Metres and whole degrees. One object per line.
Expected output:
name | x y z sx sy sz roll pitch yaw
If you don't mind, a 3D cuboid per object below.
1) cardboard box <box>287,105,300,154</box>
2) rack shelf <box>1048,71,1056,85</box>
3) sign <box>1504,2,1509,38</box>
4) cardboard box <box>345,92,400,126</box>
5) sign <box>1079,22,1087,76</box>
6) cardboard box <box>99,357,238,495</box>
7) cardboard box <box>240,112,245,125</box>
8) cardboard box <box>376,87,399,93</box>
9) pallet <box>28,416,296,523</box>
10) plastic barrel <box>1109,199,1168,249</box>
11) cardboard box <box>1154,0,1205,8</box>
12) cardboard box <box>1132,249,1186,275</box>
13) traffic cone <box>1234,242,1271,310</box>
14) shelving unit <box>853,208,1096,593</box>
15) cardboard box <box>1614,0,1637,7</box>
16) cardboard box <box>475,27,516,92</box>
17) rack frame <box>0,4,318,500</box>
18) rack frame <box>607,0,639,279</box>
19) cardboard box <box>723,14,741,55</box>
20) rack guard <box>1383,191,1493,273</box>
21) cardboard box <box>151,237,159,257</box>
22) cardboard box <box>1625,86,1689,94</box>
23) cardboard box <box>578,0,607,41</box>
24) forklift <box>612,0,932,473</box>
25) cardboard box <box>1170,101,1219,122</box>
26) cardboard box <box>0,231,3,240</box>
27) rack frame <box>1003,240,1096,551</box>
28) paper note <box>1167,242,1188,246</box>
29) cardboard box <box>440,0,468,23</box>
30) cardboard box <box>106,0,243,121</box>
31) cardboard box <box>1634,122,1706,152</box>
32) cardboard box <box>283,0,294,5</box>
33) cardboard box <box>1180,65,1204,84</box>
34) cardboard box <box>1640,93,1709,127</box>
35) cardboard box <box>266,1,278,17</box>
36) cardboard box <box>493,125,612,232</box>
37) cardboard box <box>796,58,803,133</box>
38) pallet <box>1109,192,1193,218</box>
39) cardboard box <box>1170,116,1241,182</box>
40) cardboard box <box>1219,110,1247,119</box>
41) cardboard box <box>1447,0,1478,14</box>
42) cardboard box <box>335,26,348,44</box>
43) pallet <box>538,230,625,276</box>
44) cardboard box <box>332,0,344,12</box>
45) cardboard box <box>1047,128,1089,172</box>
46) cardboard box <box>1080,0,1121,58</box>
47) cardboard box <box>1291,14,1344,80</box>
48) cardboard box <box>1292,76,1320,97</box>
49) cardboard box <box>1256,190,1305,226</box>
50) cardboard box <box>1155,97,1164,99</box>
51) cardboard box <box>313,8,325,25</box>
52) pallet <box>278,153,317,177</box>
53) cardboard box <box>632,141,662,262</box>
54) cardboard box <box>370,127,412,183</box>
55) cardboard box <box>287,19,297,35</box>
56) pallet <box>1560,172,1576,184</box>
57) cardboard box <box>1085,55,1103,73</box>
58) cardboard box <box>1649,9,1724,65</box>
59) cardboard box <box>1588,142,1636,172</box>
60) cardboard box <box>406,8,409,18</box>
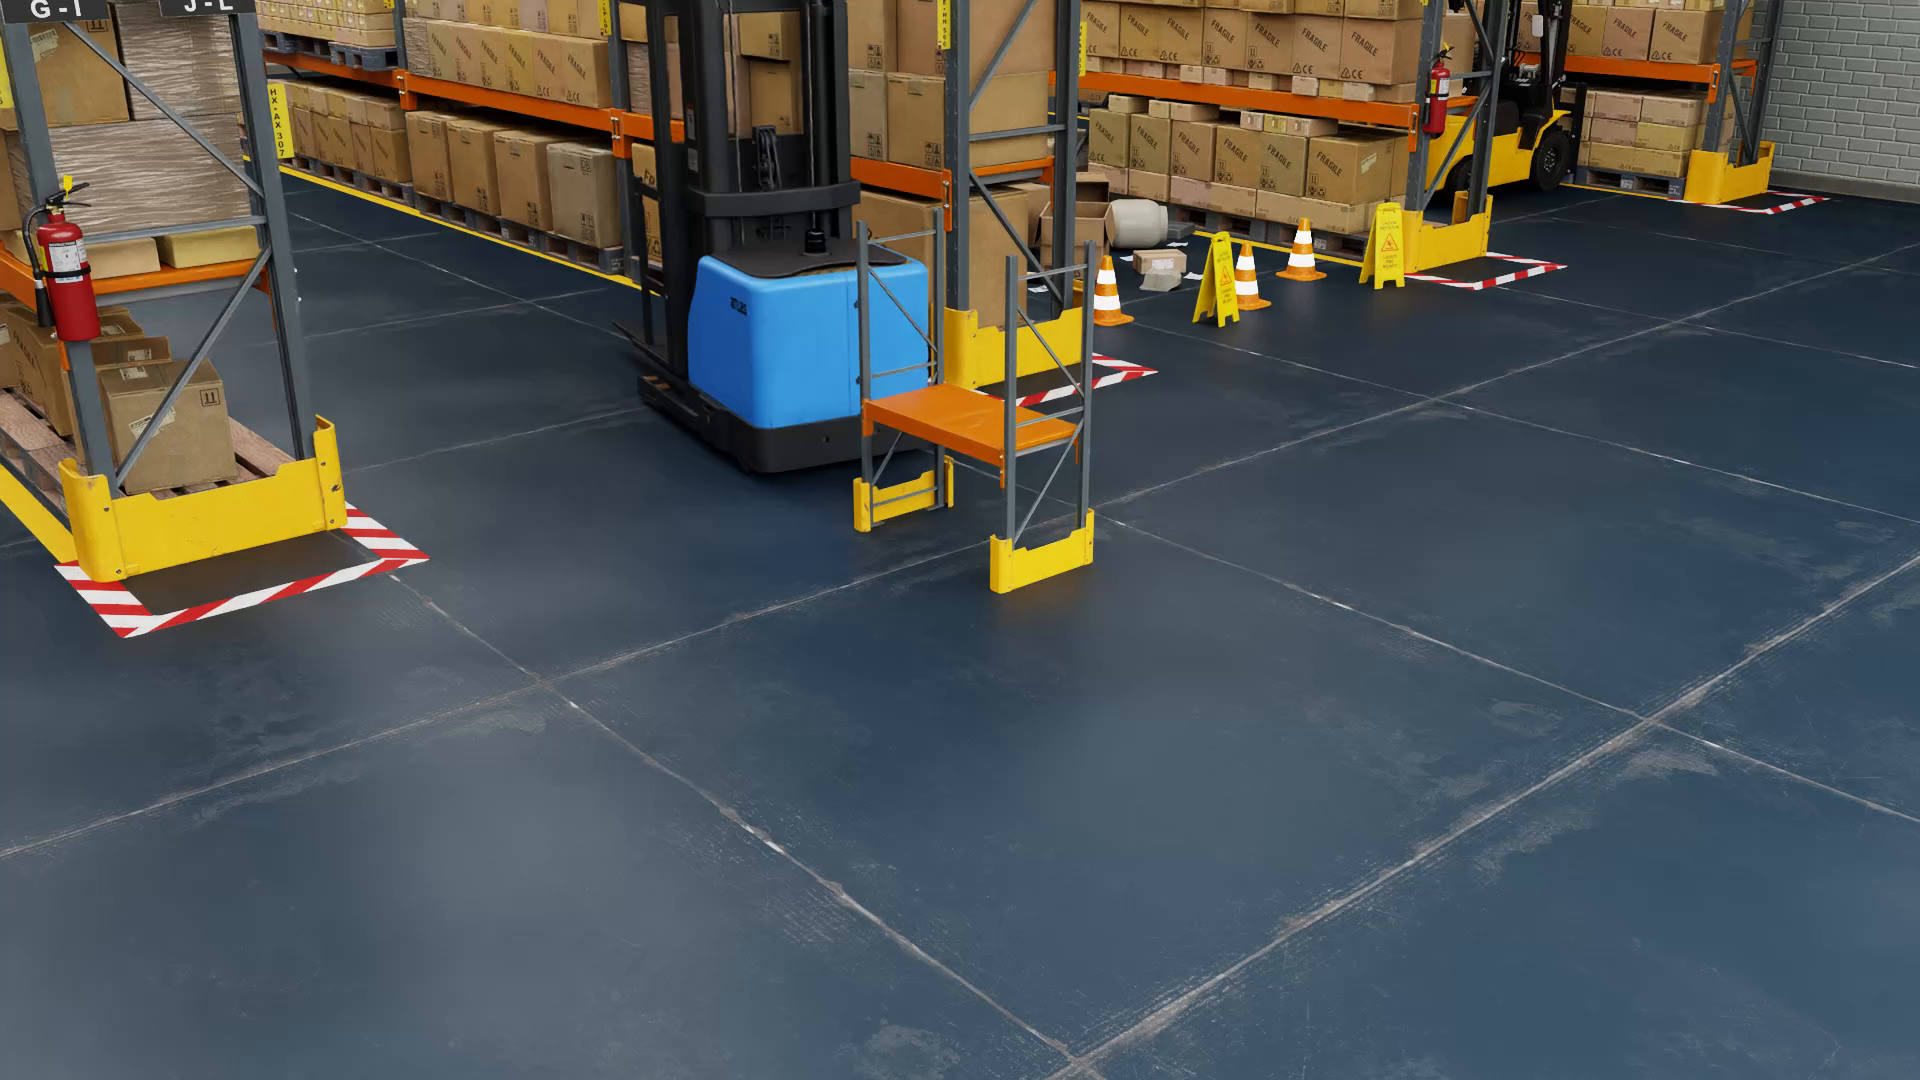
cardboard box | -7.222 -4.593 18.448 0.500 0.500 0.500 -16 27 -35
rack shelf | 0.097 -5.042 17.730 1.077 0.370 4.000 -17 27 -37
sign | 4.424 -4.251 13.538 0.100 0.325 0.005 -17 27 -37
cardboard box | -5.876 -4.367 16.845 0.500 0.250 0.500 -17 27 -37
sign | 0.754 -3.083 10.447 0.100 0.325 0.005 -17 27 -37
cardboard box | -3.889 -0.568 8.173 0.500 0.500 0.500 -12 24 -28
cardboard box | -8.136 -4.918 19.353 0.380 0.149 0.250 -19 28 -40
cardboard box | -5.804 -4.632 17.520 0.500 0.250 0.500 -17 27 -37
pallet | -4.047 -0.315 8.500 1.003 0.211 1.213 -17 27 -37
plastic barrel | 1.518 -2.730 14.373 0.512 0.421 0.421 0 21 -1
cardboard box | 2.149 -5.010 14.747 0.700 0.500 0.500 -18 28 -39
cardboard box | 1.628 -2.273 13.583 0.380 0.149 0.250 -4 22 -10
traffic cone | 2.136 -1.991 12.434 0.336 0.463 0.334 -17 27 -37
shelving unit | 0.050 -0.677 7.657 0.587 1.500 1.083 -17 27 -37
cardboard box | 6.867 -5.500 16.888 0.380 0.149 0.250 -18 27 -38
cardboard box | -3.818 -4.164 14.365 0.500 0.500 0.500 -18 28 -38
rack frame | -3.494 -1.360 7.343 1.000 3.000 0.127 -17 27 -37
rack frame | -2.282 -3.618 13.108 1.000 3.000 0.127 -17 27 -37
cardboard box | -1.371 -3.774 11.821 0.875 0.550 0.550 -17 27 -37
rack guard | 3.964 -2.576 13.876 1.175 0.500 0.348 -17 27 -37
cardboard box | -3.648 -1.452 7.923 0.380 0.149 0.250 -17 27 -37
cardboard box | 7.272 -4.598 17.433 0.500 0.250 0.500 -17 27 -37
cardboard box | -2.610 -4.266 13.254 0.700 0.500 0.500 -18 28 -38
forklift | -1.307 -2.209 9.605 1.130 2.935 3.031 -11 24 -27
cardboard box | 2.134 -3.899 15.103 0.380 0.149 0.250 -16 26 -34
cardboard box | -4.485 -1.550 8.174 0.380 0.149 0.250 -17 27 -37
rack frame | 0.388 -0.534 7.292 0.500 1.500 0.032 -17 27 -37
paper note | 1.907 -2.594 14.566 0.148 0.019 0.142 12 24 27
cardboard box | -4.276 -4.969 15.050 0.700 0.500 0.500 -18 28 -38
cardboard box | -3.647 -2.227 7.642 0.500 0.500 0.500 -17 27 -37
cardboard box | 7.217 -4.110 16.873 0.500 0.250 0.500 -18 28 -38
cardboard box | -6.750 -5.608 17.143 0.380 0.149 0.250 -16 27 -36
cardboard box | 2.193 -4.188 14.909 0.380 0.149 0.250 -17 27 -37
cardboard box | 7.234 -4.336 16.764 0.500 0.250 0.500 -16 27 -36
cardboard box | -7.085 -5.613 17.562 0.380 0.149 0.250 -19 28 -40
cardboard box | -3.382 -3.183 14.508 1.050 0.750 0.750 -17 27 -37
cardboard box | -0.593 -3.006 11.339 0.875 0.550 0.550 -17 27 -37
pallet | 1.868 -3.349 16.244 1.003 0.211 1.213 -17 27 -37
cardboard box | 2.278 -3.573 15.159 0.500 0.500 0.500 -16 26 -35
cardboard box | 2.659 -3.708 15.505 0.500 0.500 0.500 -16 26 -35
cardboard box | 5.605 -5.729 18.360 0.500 0.500 0.500 -17 27 -37
cardboard box | -5.892 -4.968 16.325 0.380 0.149 0.250 -17 27 -37
pallet | -2.842 -2.515 14.115 1.003 0.211 1.213 -17 27 -37
cardboard box | -5.893 -5.247 16.221 0.380 0.149 0.250 -16 27 -36
cardboard box | 1.058 -3.941 16.959 0.950 0.372 0.625 -17 27 -37
cardboard box | 1.478 -4.821 15.636 0.500 0.500 0.500 -18 27 -38
cardboard box | 3.127 -4.128 13.865 0.500 0.500 0.500 -17 27 -37
cardboard box | 3.016 -3.838 14.014 0.380 0.149 0.250 -17 27 -37
cardboard box | 2.950 -2.939 14.568 0.500 0.250 0.500 -17 27 -37
cardboard box | 2.946 -6.026 21.937 0.875 0.625 0.625 -16 27 -36
cardboard box | -6.233 -5.252 16.642 0.380 0.149 0.250 -18 27 -38
pallet | -6.994 -4.315 18.712 1.003 0.211 1.213 -17 27 -37
cardboard box | -1.924 -2.634 12.933 0.875 0.875 0.875 -17 27 -37
cardboard box | -5.520 -3.874 16.614 0.500 0.500 0.500 -18 27 -38
cardboard box | -6.739 -5.329 17.245 0.380 0.149 0.250 -18 28 -38
pallet | 6.448 -4.142 18.269 1.003 0.211 1.213 -17 27 -37
cardboard box | 1.365 -4.544 15.817 0.380 0.149 0.250 -18 27 -38
cardboard box | 7.251 -5.022 16.555 0.500 0.500 0.500 -18 28 -39
cardboard box | 6.908 -4.011 17.307 0.500 0.250 0.500 -17 27 -37
cardboard box | -5.411 -5.269 16.684 0.380 0.149 0.250 -19 28 -39
